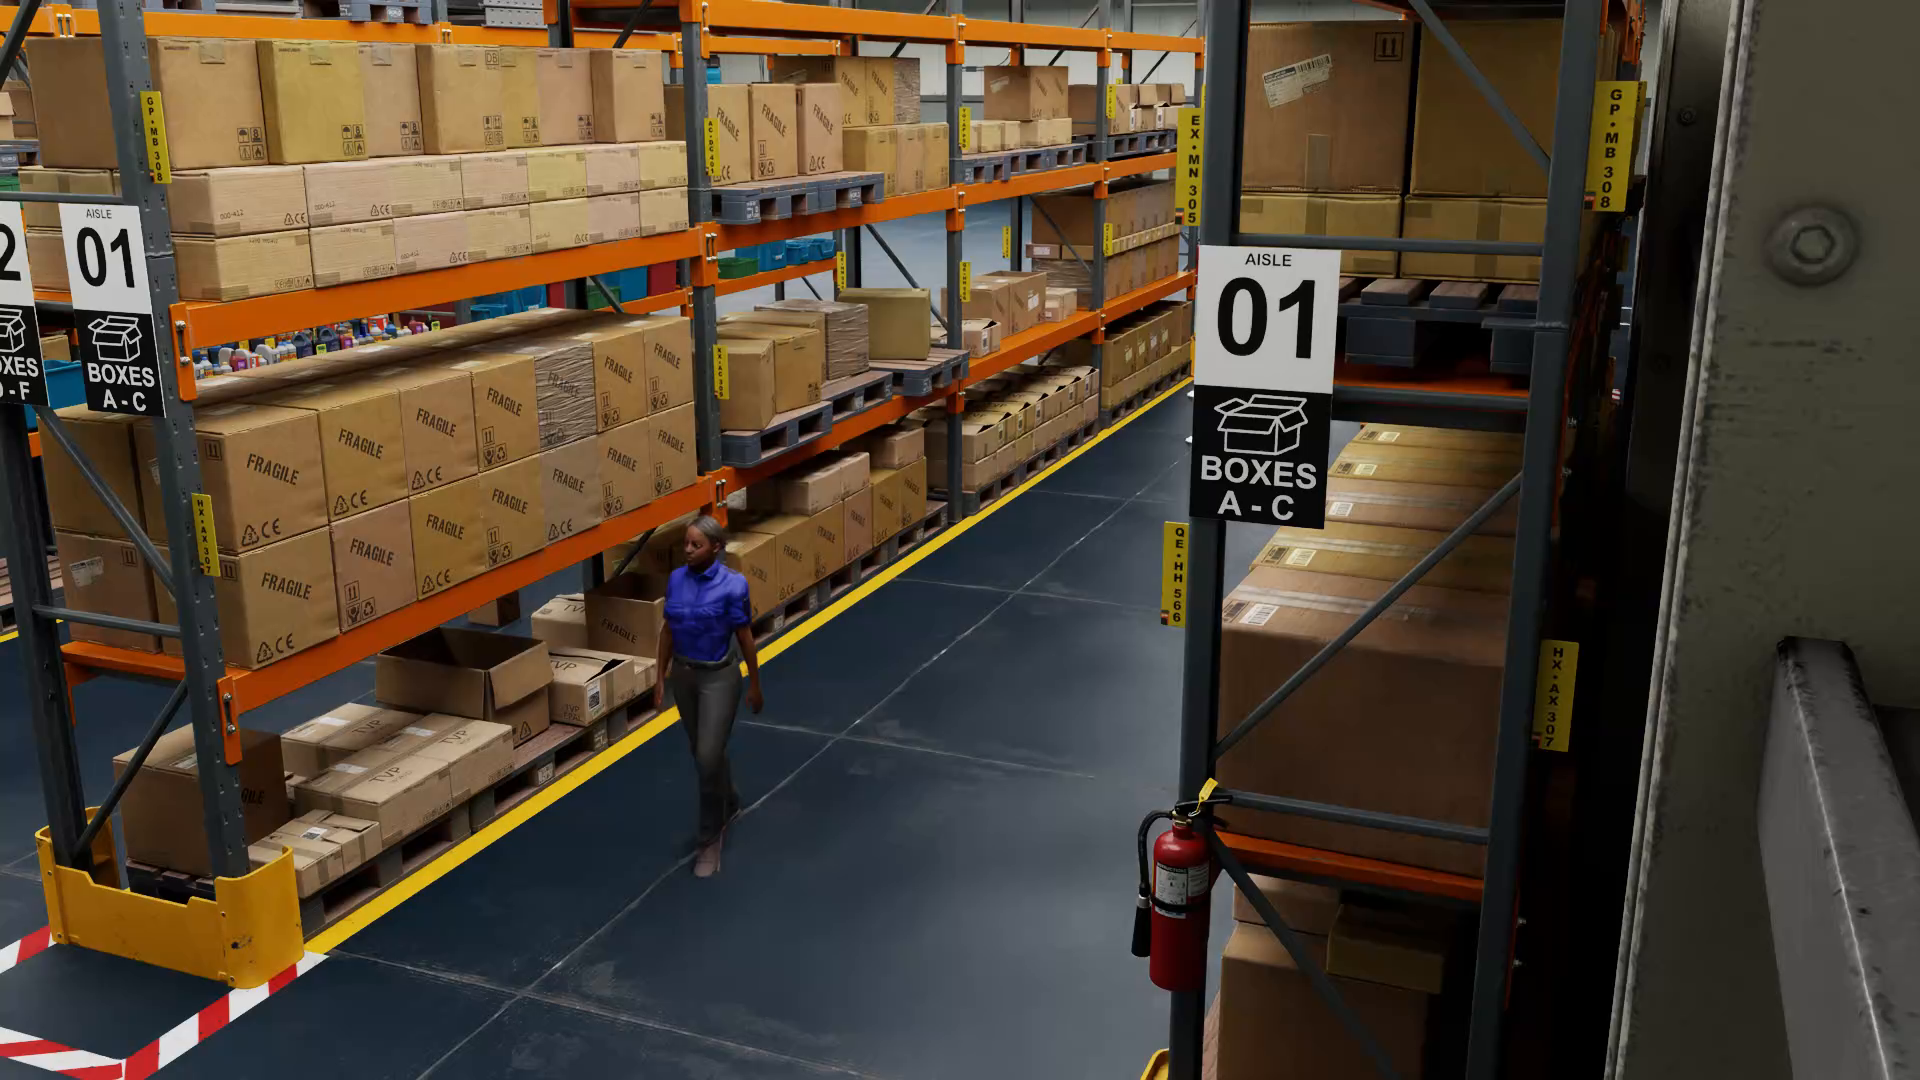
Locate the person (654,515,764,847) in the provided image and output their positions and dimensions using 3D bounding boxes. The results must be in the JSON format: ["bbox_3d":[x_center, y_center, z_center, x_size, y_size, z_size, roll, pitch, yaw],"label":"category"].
[{"bbox_3d":[-1.216,0.643,7.986,0.485,1.558,0.530,8,17,26],"label":"person"}]
